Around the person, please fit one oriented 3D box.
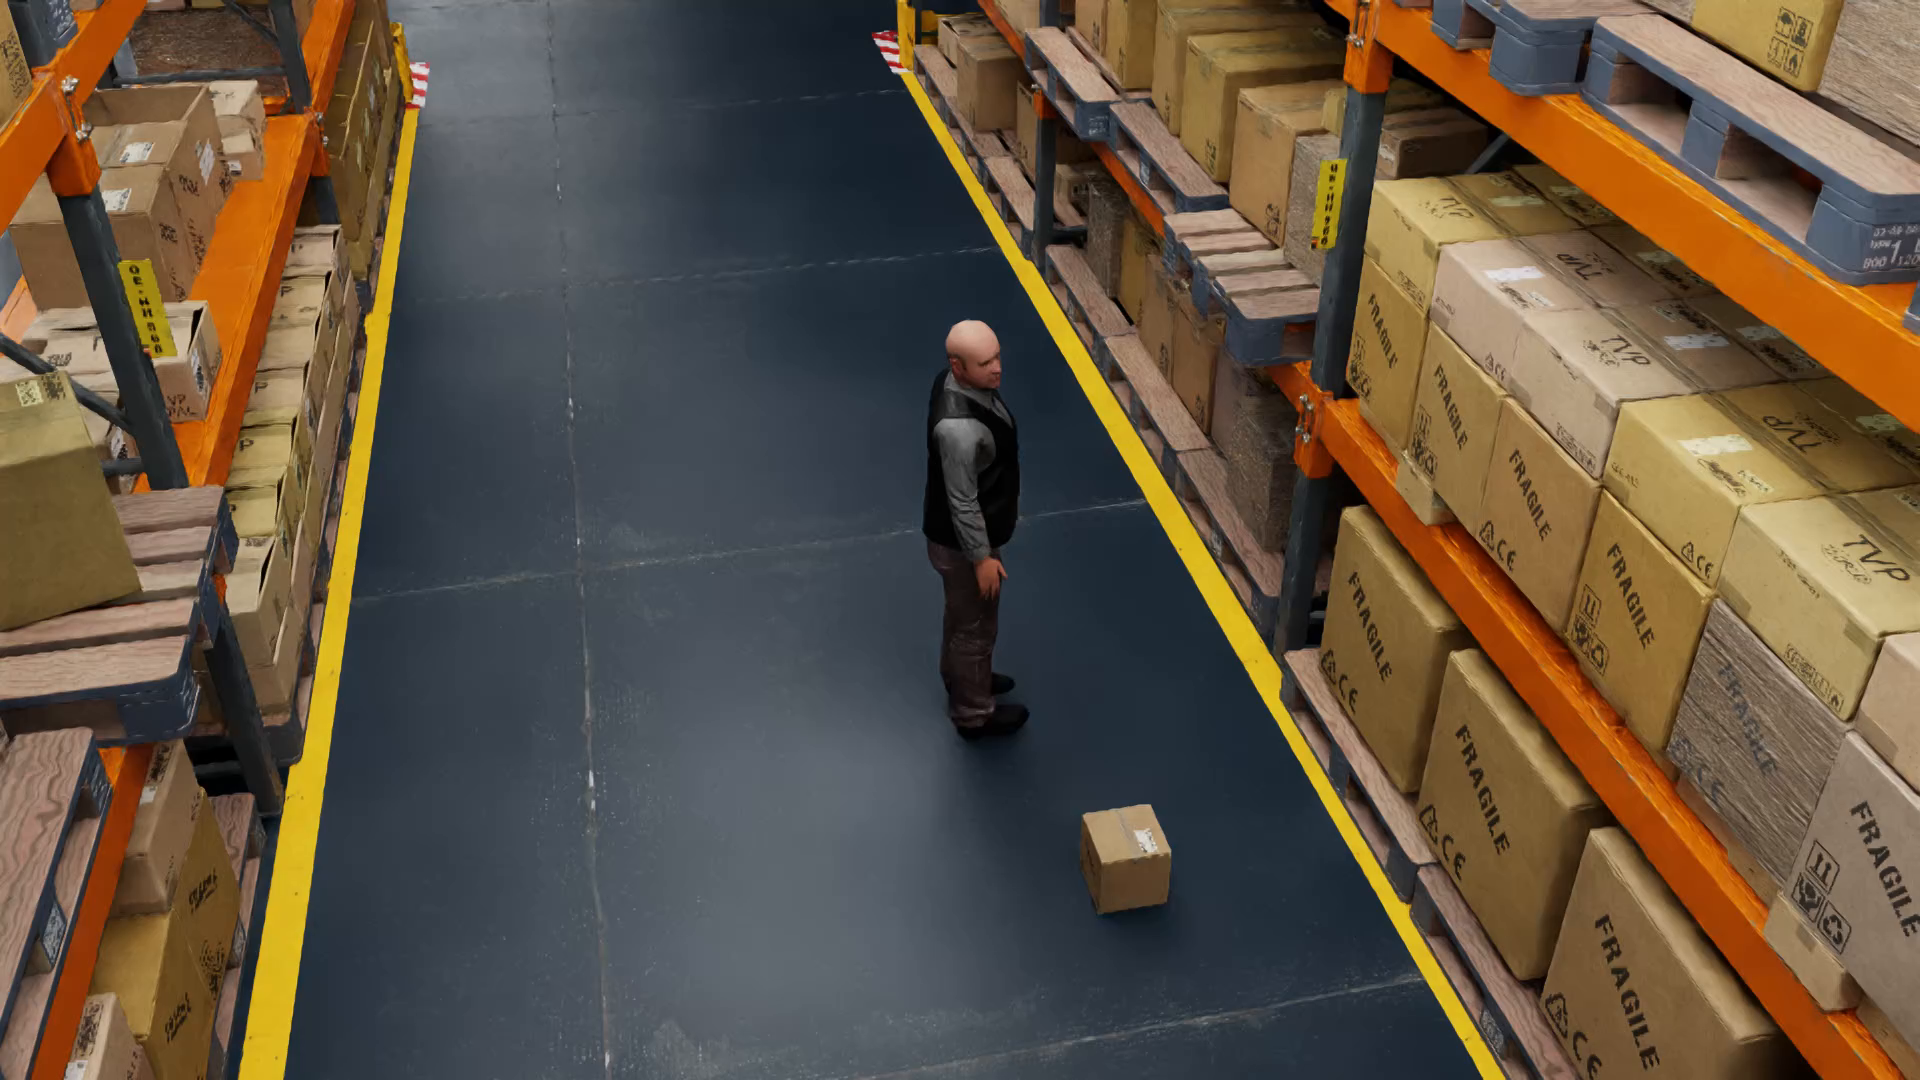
[{"bbox_3d":[0.039,0.021,6.215,0.357,1.473,0.588,1,34,2],"label":"person"}]
